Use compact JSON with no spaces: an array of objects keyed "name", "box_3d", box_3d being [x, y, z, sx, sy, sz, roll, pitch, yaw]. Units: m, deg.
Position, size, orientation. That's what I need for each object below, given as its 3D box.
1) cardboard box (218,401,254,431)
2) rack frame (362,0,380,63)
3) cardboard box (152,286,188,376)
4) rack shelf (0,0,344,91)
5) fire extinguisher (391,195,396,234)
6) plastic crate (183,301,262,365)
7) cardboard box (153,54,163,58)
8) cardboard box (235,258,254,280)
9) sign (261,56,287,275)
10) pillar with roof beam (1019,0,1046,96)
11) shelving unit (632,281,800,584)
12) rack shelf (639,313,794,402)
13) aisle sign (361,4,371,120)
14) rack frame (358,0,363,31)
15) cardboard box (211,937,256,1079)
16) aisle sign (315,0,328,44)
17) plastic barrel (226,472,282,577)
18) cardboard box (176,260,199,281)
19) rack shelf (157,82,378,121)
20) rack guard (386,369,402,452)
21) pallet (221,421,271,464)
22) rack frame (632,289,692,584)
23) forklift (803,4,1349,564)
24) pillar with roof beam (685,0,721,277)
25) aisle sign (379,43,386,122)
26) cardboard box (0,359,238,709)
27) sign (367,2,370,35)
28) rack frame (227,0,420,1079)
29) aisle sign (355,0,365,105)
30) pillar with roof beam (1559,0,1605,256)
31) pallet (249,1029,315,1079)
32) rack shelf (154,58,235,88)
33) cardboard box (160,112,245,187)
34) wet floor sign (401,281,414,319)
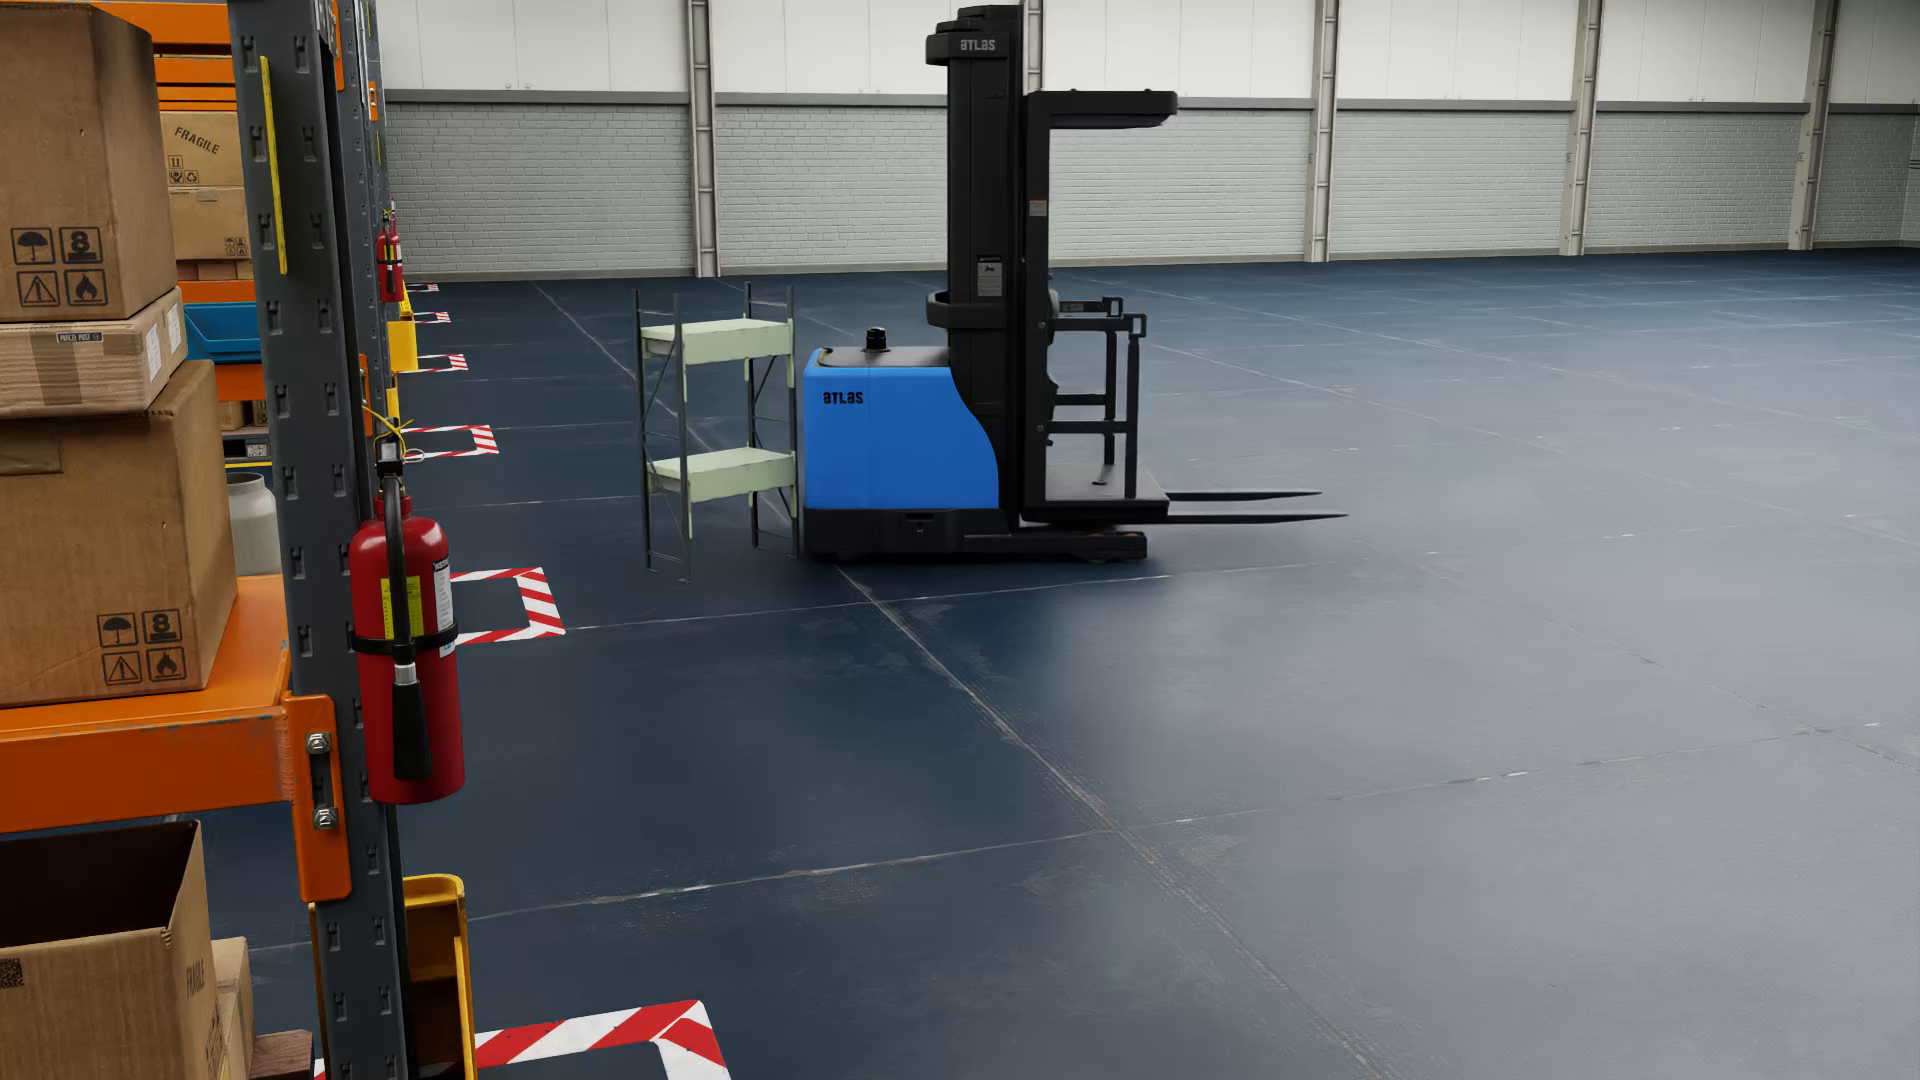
[{"name":"cardboard box","box_3d":[-5.531,-1.087,12.224,0.500,0.500,0.500,-1,13,-3]},{"name":"rack frame","box_3d":[-5.865,-6.207,16.289,0.127,3.000,1.000,-4,14,-18]},{"name":"cardboard box","box_3d":[-1.663,-0.402,3.234,0.250,0.149,0.380,-5,14,-18]},{"name":"rack shelf","box_3d":[-4.694,-2.068,6.928,4.000,0.370,1.077,-4,14,-18]},{"name":"fire extinguisher","box_3d":[-7.284,-4.236,21.136,0.183,0.674,0.296,-4,14,-18]},{"name":"plastic crate","box_3d":[-3.178,-0.931,7.398,0.616,0.251,0.499,-4,14,-18]},{"name":"cardboard box","box_3d":[-5.715,-3.414,11.357,0.500,0.250,0.500,-4,14,-17]},{"name":"cardboard box","box_3d":[-5.040,-1.956,11.927,0.250,0.149,0.380,-4,14,-18]},{"name":"sign","box_3d":[-1.063,-0.578,2.578,0.005,0.325,0.100,-4,14,-18]},{"name":"pillar with roof beam","box_3d":[2.673,-8.461,25.767,0.400,9.000,9.100,-4,14,-18]},{"name":"shelving unit","box_3d":[-1.294,-0.596,8.909,0.431,1.500,0.755,13,19,43]},{"name":"rack shelf","box_3d":[-1.294,-0.976,8.819,0.431,0.370,0.720,13,19,43]},{"name":"aisle sign","box_3d":[-4.224,-3.396,11.821,0.004,0.787,0.394,-4,14,-18]},{"name":"rack frame","box_3d":[-4.378,-5.111,11.685,0.127,3.000,1.000,-4,14,-18]},{"name":"cardboard box","box_3d":[-1.802,1.104,3.552,0.500,0.250,0.500,-4,14,-18]},{"name":"aisle sign","box_3d":[-1.067,-1.225,2.692,0.004,0.787,0.394,-4,14,-18]},{"name":"plastic barrel","box_3d":[-3.398,-0.035,7.777,0.421,0.512,0.421,0,13,0]},{"name":"cardboard box","box_3d":[-5.532,-1.932,11.824,0.250,0.149,0.380,-4,14,-18]},{"name":"rack shelf","box_3d":[-7.760,-4.250,16.099,4.000,0.370,1.077,-4,14,-18]},{"name":"rack guard","box_3d":[-4.450,-0.971,12.645,0.348,0.500,1.175,-4,14,-18]},{"name":"pallet","box_3d":[-5.232,-0.778,12.459,1.213,0.211,1.003,-4,14,-18]},{"name":"rack frame","box_3d":[-1.552,-0.536,8.656,0.400,1.500,0.023,13,19,43]},{"name":"forklift","box_3d":[0.647,-1.417,9.265,3.031,2.935,1.130,0,13,-2]},{"name":"pillar with roof beam","box_3d":[-3.013,-8.018,23.905,0.400,9.000,9.100,-4,14,-18]},{"name":"aisle sign","box_3d":[-5.702,-4.492,16.428,0.004,0.787,0.394,-4,14,-18]},{"name":"cardboard box","box_3d":[-1.669,-0.037,3.099,0.500,0.500,0.700,-4,14,-18]},{"name":"sign","box_3d":[-5.705,-5.019,16.039,0.005,0.325,0.100,-4,14,-18]},{"name":"rack frame","box_3d":[-1.221,-0.019,3.241,0.053,2.616,0.949,-4,14,-18]},{"name":"aisle sign","box_3d":[-2.636,-2.311,7.260,0.004,0.787,0.394,-4,14,-18]},{"name":"pillar with roof beam","box_3d":[14.047,-9.346,29.490,0.400,9.000,9.100,-4,14,-18]},{"name":"pallet","box_3d":[-1.934,1.402,3.290,1.213,0.211,1.003,-4,14,-18]},{"name":"rack shelf","box_3d":[-6.274,-3.154,11.494,4.000,0.370,1.077,-4,14,-18]},{"name":"cardboard box","box_3d":[-5.293,-2.740,11.658,0.500,0.500,0.500,-4,14,-18]},{"name":"wet floor sign","box_3d":[-7.018,-3.000,20.861,0.232,0.644,0.267,0,13,1]}]
